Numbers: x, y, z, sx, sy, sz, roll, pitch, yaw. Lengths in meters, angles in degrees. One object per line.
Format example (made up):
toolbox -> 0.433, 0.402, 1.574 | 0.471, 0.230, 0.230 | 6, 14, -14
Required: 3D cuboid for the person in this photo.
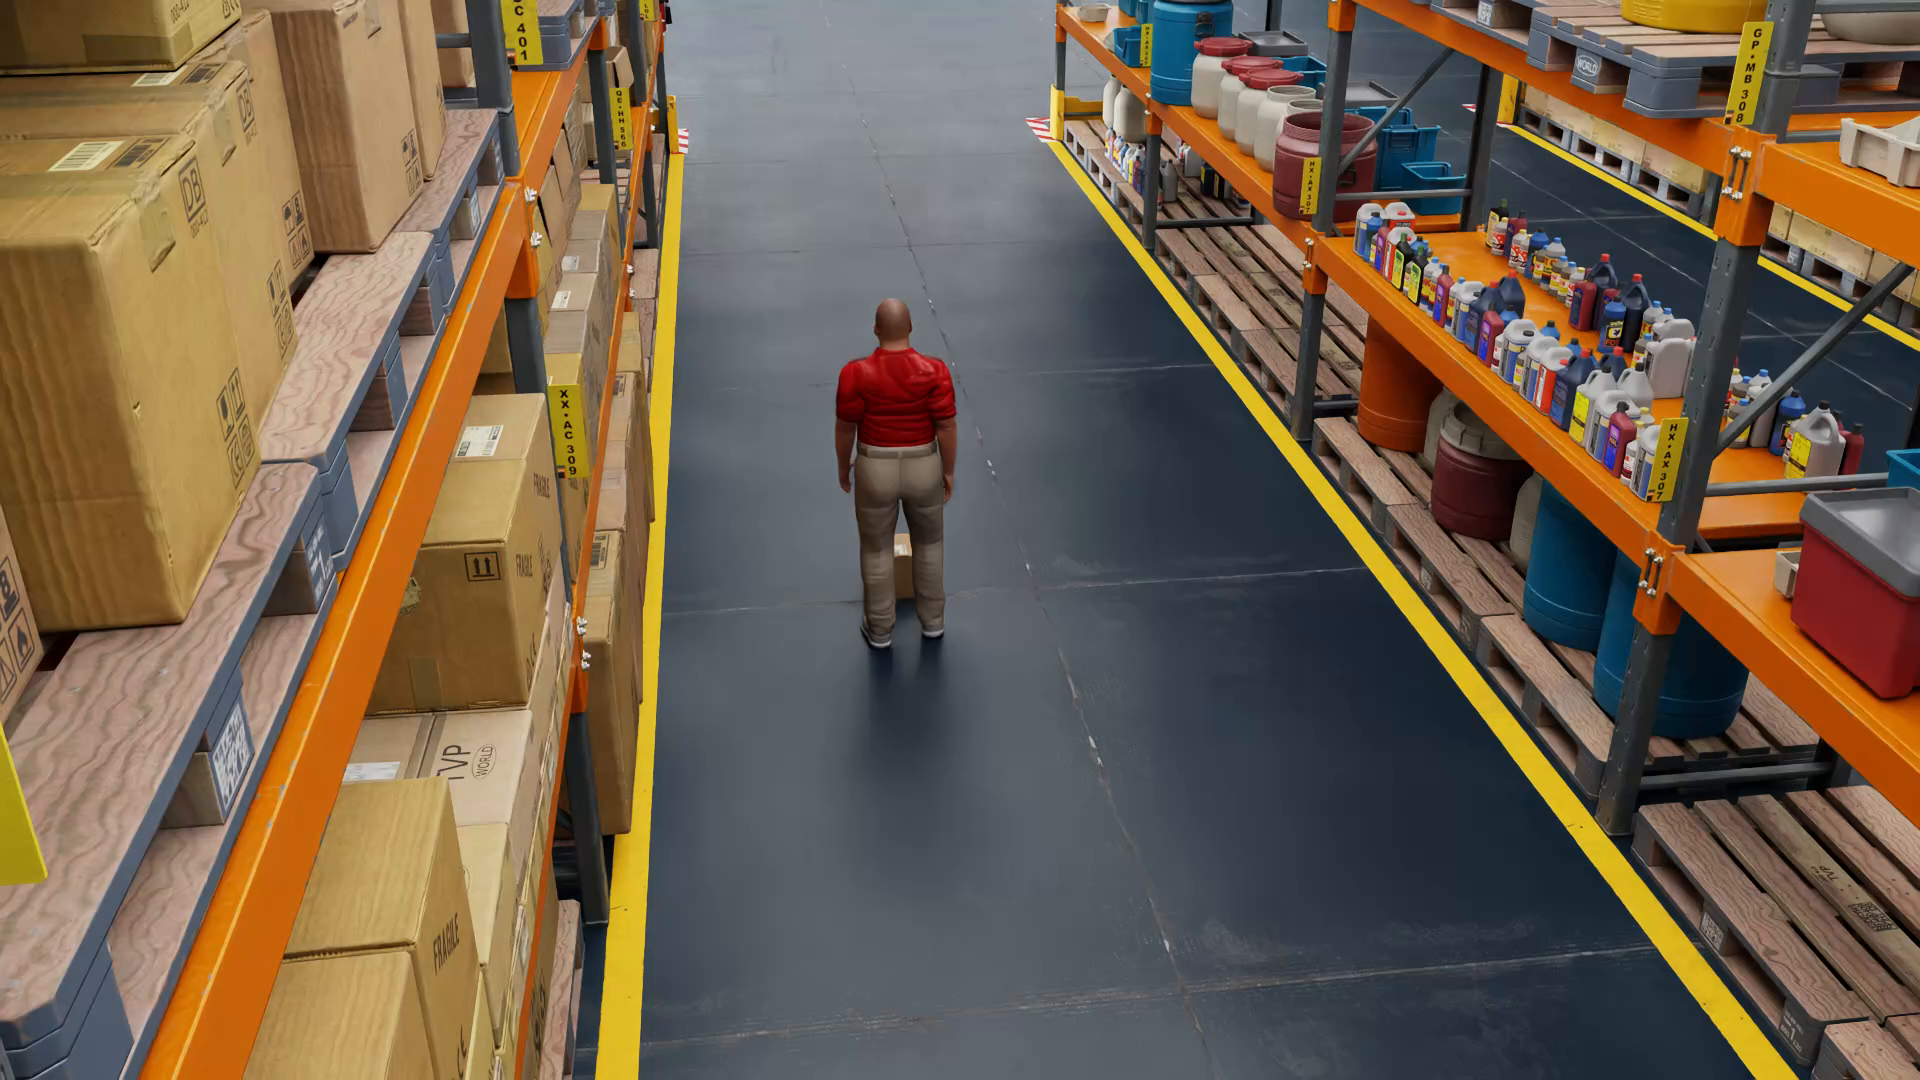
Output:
person -> -0.302, -0.309, 7.770 | 0.557, 1.754, 0.420 | -3, 27, -6
